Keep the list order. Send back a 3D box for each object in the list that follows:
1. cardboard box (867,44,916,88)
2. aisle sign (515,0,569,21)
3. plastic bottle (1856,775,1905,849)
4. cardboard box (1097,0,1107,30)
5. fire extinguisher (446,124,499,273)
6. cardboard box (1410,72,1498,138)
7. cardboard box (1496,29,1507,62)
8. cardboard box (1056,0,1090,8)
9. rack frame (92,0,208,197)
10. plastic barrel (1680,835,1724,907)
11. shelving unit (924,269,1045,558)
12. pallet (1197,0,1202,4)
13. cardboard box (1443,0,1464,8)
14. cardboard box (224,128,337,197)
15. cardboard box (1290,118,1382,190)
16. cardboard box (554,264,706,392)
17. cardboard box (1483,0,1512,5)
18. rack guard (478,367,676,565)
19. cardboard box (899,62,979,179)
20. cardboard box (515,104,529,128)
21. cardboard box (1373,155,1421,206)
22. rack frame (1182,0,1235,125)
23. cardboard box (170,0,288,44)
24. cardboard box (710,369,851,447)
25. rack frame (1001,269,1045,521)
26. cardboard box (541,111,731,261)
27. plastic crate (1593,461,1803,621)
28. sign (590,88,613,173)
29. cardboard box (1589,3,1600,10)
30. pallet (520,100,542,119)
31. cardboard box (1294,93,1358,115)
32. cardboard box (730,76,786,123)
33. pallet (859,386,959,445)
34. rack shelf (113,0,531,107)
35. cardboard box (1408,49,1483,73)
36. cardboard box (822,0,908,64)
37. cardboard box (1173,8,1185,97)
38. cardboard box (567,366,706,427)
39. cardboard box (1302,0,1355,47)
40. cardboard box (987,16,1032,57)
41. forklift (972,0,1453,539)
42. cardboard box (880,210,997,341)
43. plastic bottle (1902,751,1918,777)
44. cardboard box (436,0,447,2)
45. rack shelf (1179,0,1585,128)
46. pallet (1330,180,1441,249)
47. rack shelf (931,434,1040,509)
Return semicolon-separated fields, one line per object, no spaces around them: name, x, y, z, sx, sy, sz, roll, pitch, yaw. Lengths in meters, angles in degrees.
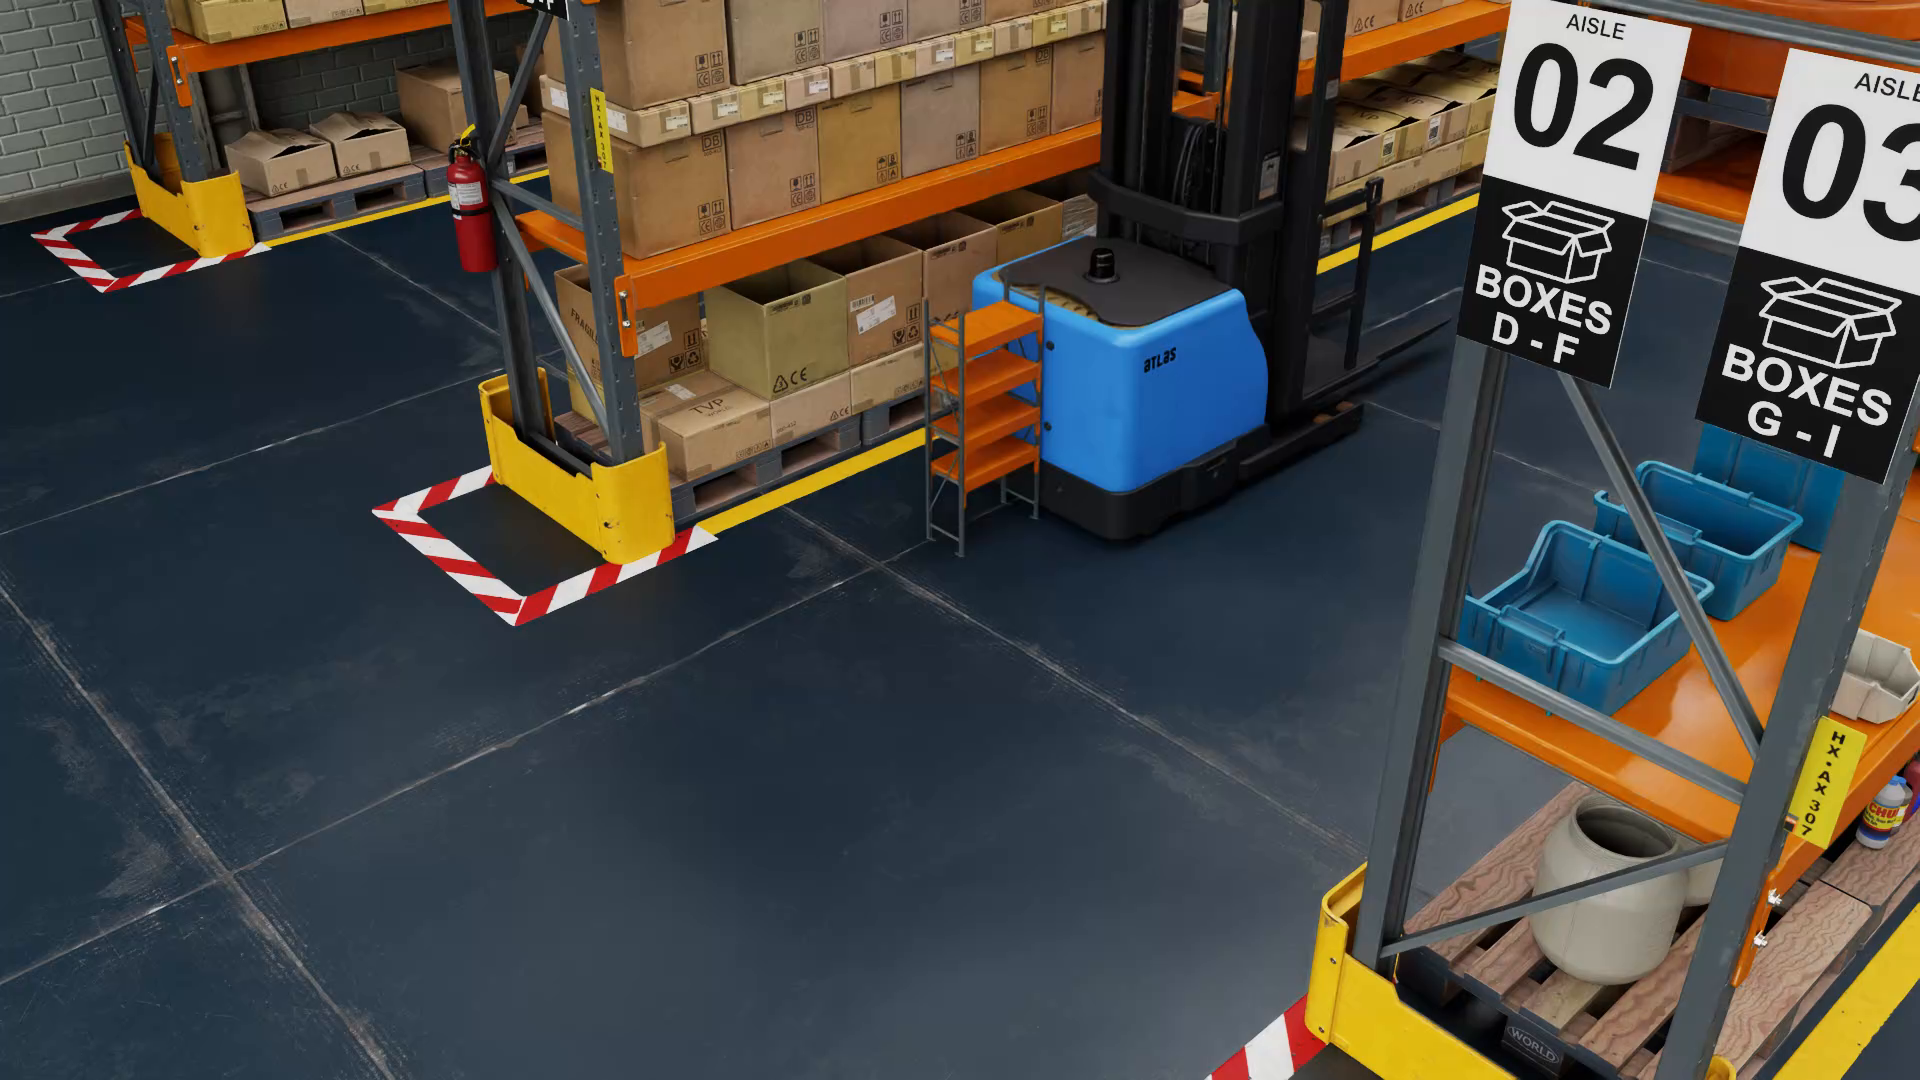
cardboard box;-0.427;-2.279;7.885;0.250;0.149;0.380;-26;40;-36
aisle sign;-1.644;-2.414;6.331;0.004;0.787;0.394;-26;40;-35
plastic bottle;3.103;0.903;5.591;0.097;0.271;0.097;0;31;0
cardboard box;0.703;-2.825;8.776;0.250;0.149;0.380;-27;41;-37
fire extinguisher;-2.206;-1.548;7.481;0.183;0.674;0.296;-26;40;-35
cardboard box;3.469;-3.062;11.577;0.500;0.311;0.500;-27;40;-36
cardboard box;4.589;-3.826;13.106;0.500;0.500;0.500;-24;39;-34
cardboard box;0.439;-3.121;8.639;0.500;0.500;0.700;-26;40;-36
rack frame;-5.175;-3.339;10.335;0.127;3.000;1.000;-26;40;-35
plastic barrel;2.360;0.892;5.398;0.421;0.512;0.421;0;31;0
shelving unit;0.109;-0.563;7.521;0.503;1.200;0.258;-26;40;-36
pallet;2.215;-5.669;16.818;1.213;0.211;1.003;-26;40;-35
cardboard box;3.166;-3.702;11.170;0.250;0.149;0.380;-23;38;-32
cardboard box;-4.606;-2.591;11.267;0.500;0.311;0.500;24;39;34
cardboard box;2.351;-2.521;10.692;0.500;0.311;0.500;-27;41;-37
cardboard box;-1.613;-1.076;8.148;0.500;0.500;0.500;-26;40;-35
cardboard box;3.591;-3.751;11.250;0.250;0.149;0.380;-26;40;-35
rack guard;-1.821;-0.371;7.877;0.348;0.500;1.175;-26;40;-35
cardboard box;-0.319;-2.199;8.375;0.500;0.500;0.700;-24;39;-34
cardboard box;-3.428;-3.170;12.369;0.380;0.149;0.250;26;40;35
cardboard box;2.721;-2.464;11.138;0.500;0.250;0.500;-25;39;-35
rack frame;1.129;-2.864;9.559;0.127;3.000;1.000;-26;40;-35
cardboard box;-4.601;-3.335;10.454;0.500;0.250;0.500;-27;41;-37
cardboard box;-0.895;-0.736;8.311;0.500;0.250;0.500;-26;40;-35
rack frame;0.285;-0.651;7.665;0.015;1.200;0.240;-26;40;-36
cardboard box;-1.453;-1.649;7.475;0.500;0.500;0.700;-26;40;-35
plastic crate;2.205;-0.006;5.027;0.408;0.251;0.499;-26;40;-35
sign;-1.431;-1.634;6.641;0.005;0.325;0.100;-26;40;-35
cardboard box;4.627;-4.167;12.946;0.500;0.250;0.500;-24;39;-34
pallet;-2.710;-3.317;12.972;1.213;0.211;1.003;-26;40;-35
cardboard box;2.347;-2.903;11.318;0.500;0.311;0.500;-26;40;-36
cardboard box;-0.994;-2.004;7.435;0.250;0.149;0.380;-26;40;-35
pallet;-0.377;-0.974;9.140;1.213;0.211;1.003;-26;40;-35
rack shelf;-3.708;-3.742;11.683;4.000;0.370;1.077;-26;40;-35
cardboard box;3.479;-3.455;12.221;0.500;0.311;0.500;-24;39;-34
cardboard box;-0.663;-2.589;7.769;0.500;0.500;0.700;-26;40;-35
cardboard box;0.808;-2.747;9.272;0.500;0.500;0.700;-27;41;-37
cardboard box;-1.612;-0.755;8.342;0.500;0.250;0.500;-26;40;-35
cardboard box;2.090;-3.360;10.274;0.500;0.500;0.500;-23;38;-32
cardboard box;0.143;-2.556;8.336;0.250;0.149;0.380;-25;39;-34
forklift;1.457;-1.910;8.063;3.031;2.935;1.130;-26;40;-36
cardboard box;-0.158;-1.408;8.691;0.500;0.500;0.500;-26;40;-35
plastic bottle;3.354;0.781;5.790;0.097;0.271;0.097;0;31;0
cardboard box;-3.480;-3.882;11.348;0.500;0.250;0.500;-25;40;-35
rack shelf;2.596;-3.267;10.907;4.000;0.370;1.077;-26;40;-35
pallet;2.538;-2.386;11.449;1.213;0.211;1.003;-26;40;-35
rack shelf;0.109;-0.337;7.660;0.480;0.148;0.258;-26;40;-36
